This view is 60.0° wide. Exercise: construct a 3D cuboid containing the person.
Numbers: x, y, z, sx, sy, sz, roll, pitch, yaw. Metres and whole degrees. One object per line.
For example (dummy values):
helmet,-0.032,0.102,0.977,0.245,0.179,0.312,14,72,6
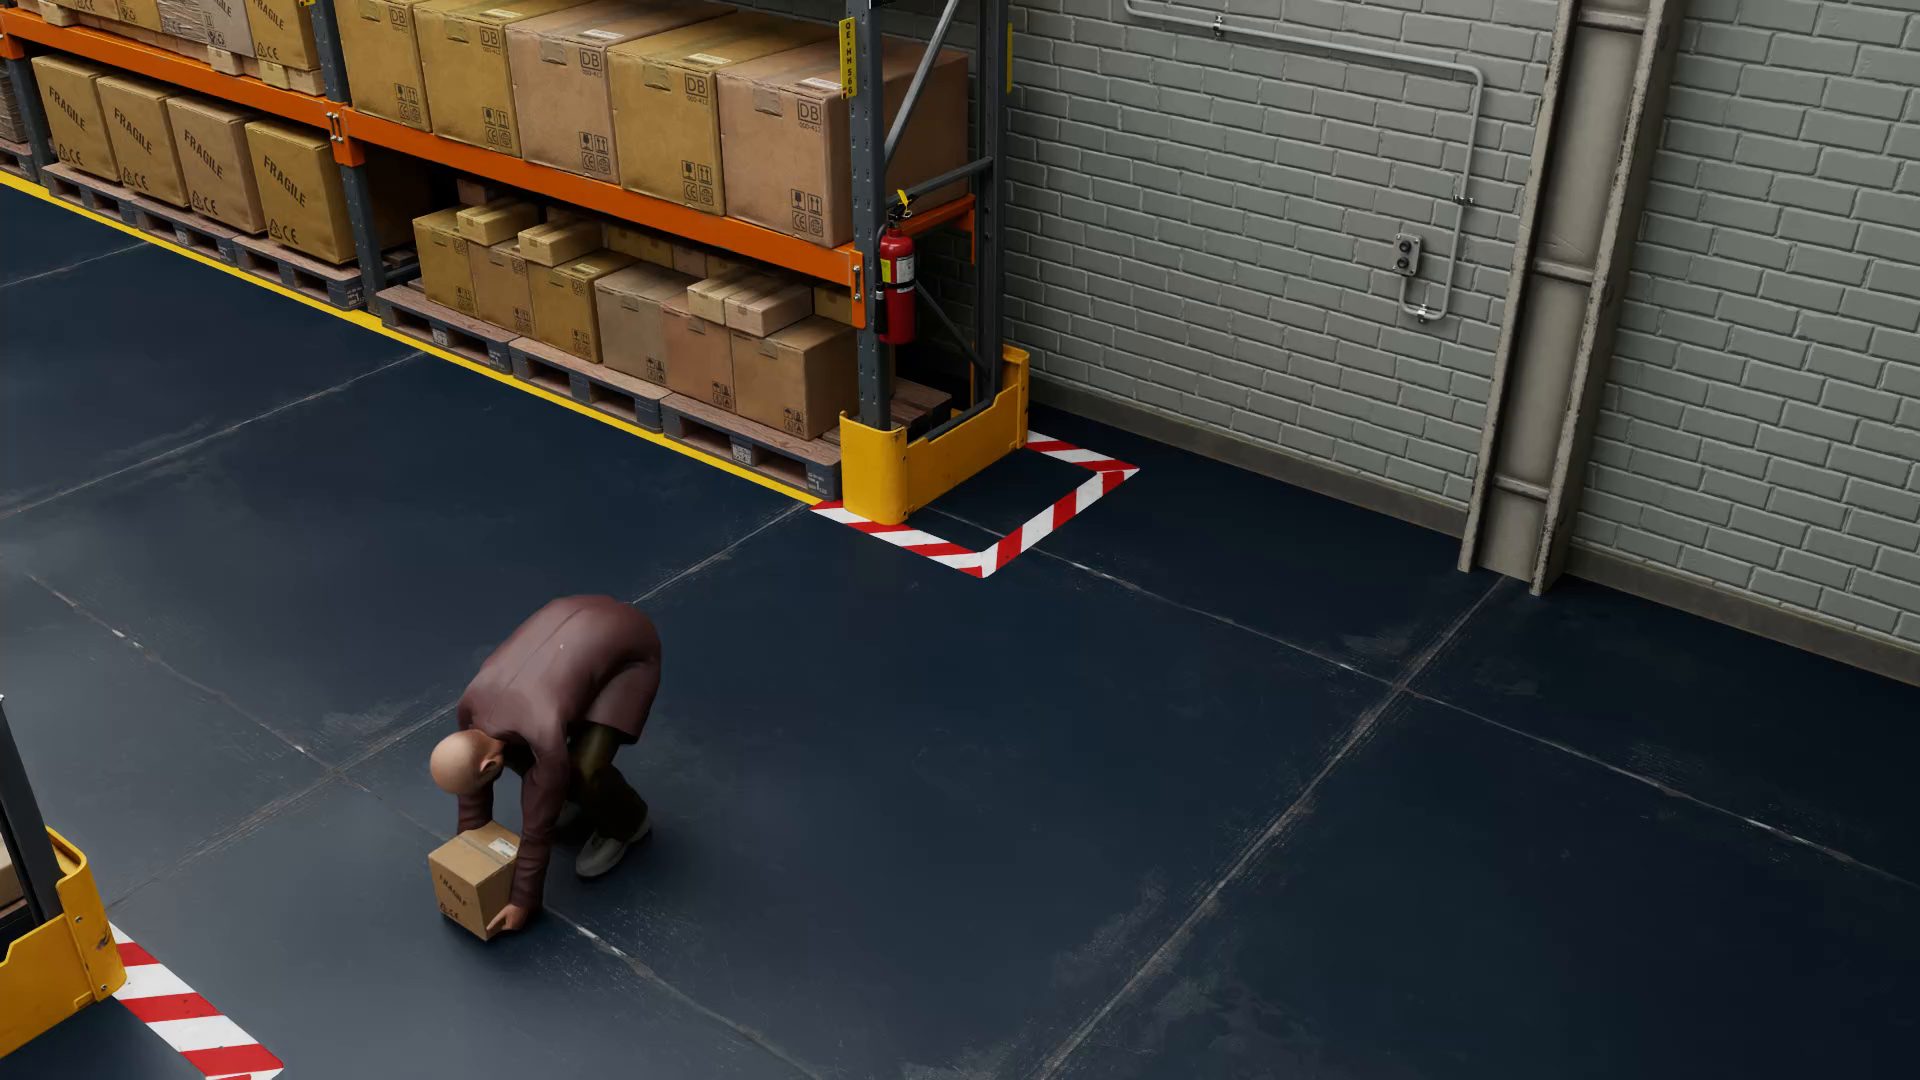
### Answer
person,-1.405,0.723,5.727,0.586,0.952,0.945,19,36,29
